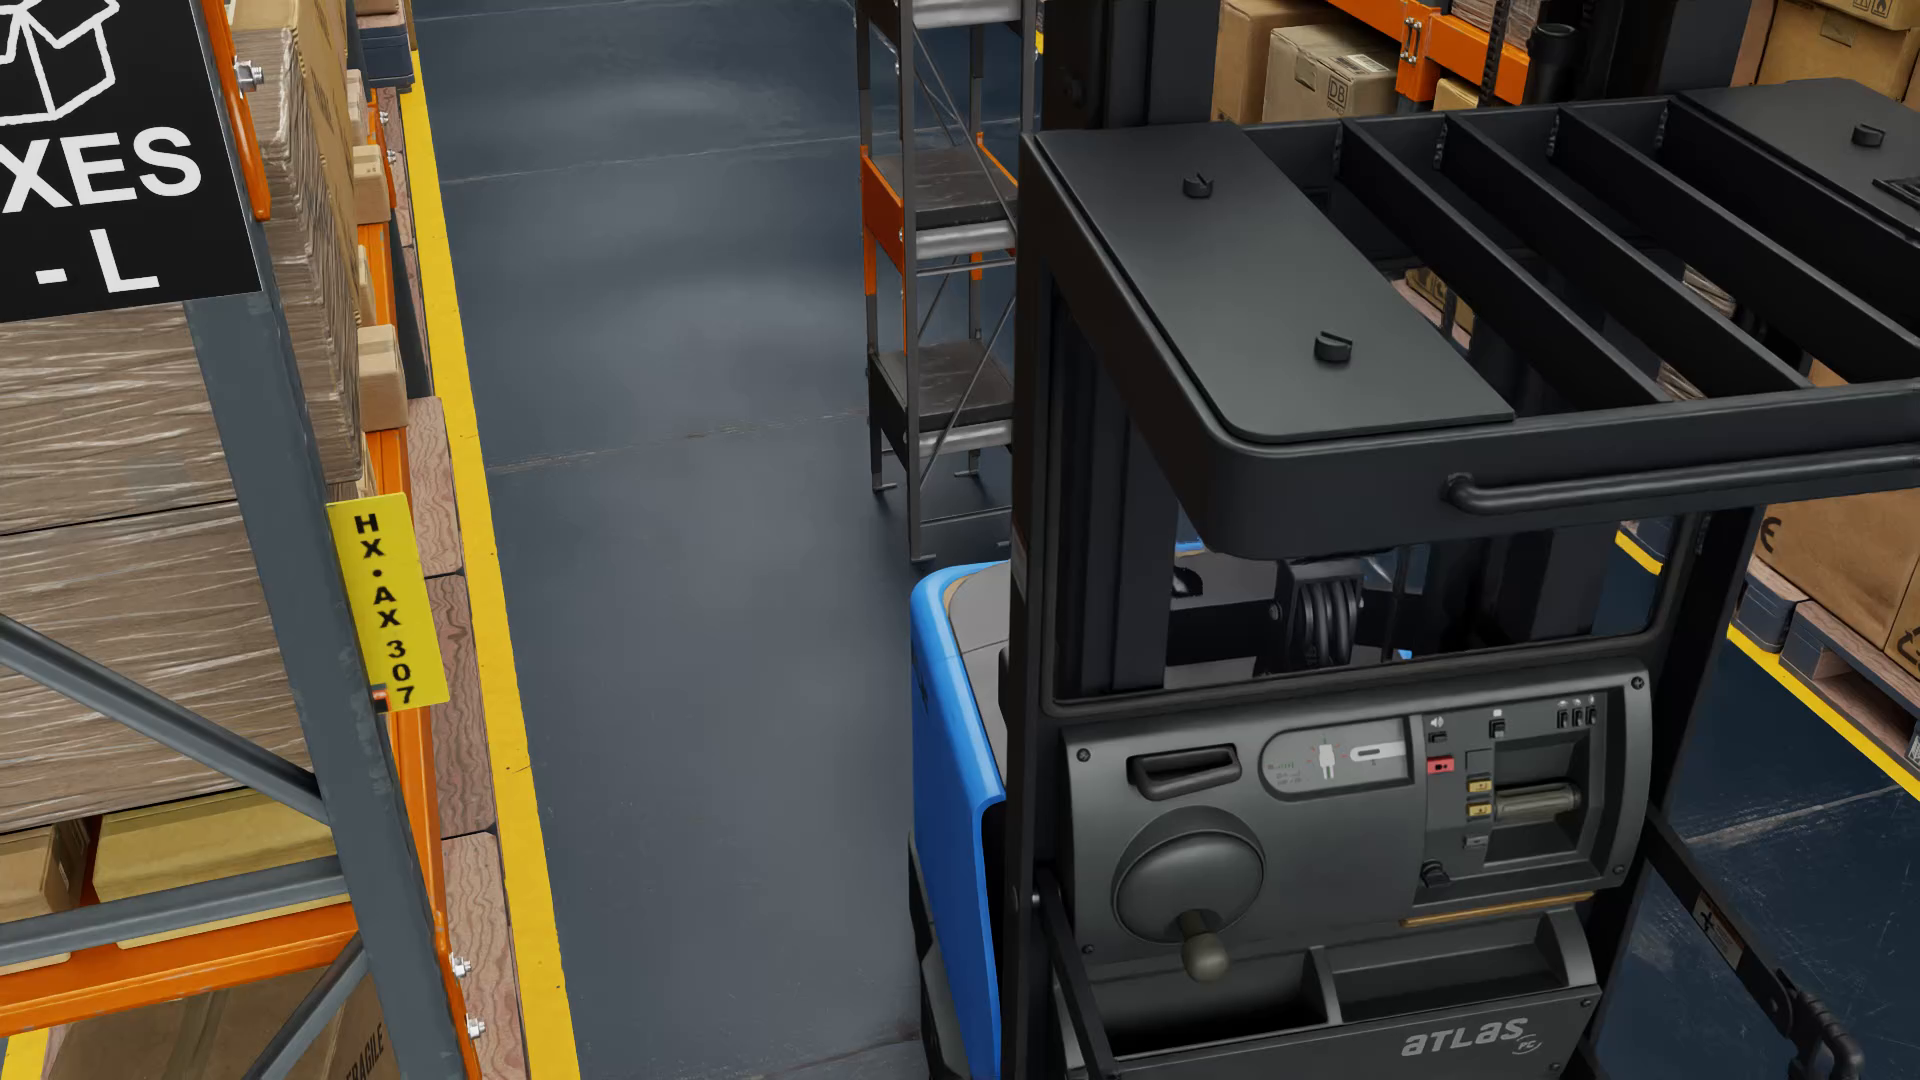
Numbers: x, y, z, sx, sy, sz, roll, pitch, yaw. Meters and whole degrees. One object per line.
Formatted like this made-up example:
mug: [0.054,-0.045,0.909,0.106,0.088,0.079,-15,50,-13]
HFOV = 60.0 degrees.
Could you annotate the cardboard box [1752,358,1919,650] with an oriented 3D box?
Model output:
cardboard box: [2.971,-0.338,5.087,0.875,0.875,0.875,-11,35,-15]

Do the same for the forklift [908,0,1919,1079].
forklift: [0.660,0.483,2.360,1.130,2.935,3.031,-6,34,-9]

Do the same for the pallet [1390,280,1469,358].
pallet: [2.448,-0.767,6.719,1.003,0.211,1.213,-10,35,-15]

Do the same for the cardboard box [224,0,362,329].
cardboard box: [-1.298,-0.643,2.735,0.500,0.500,0.500,-10,35,-15]

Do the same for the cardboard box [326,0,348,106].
cardboard box: [-1.610,-1.167,3.527,0.500,0.500,0.500,-10,35,-15]

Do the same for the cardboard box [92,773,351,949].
cardboard box: [-1.103,0.453,2.571,0.380,0.149,0.250,-10,35,-15]

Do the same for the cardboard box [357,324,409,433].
cardboard box: [-1.469,-0.350,3.787,0.380,0.149,0.250,-10,35,-15]

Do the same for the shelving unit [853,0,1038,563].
shelving unit: [-0.050,-0.963,5.303,0.431,2.100,0.503,-10,35,-15]

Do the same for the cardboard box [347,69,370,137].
cardboard box: [-2.118,-1.393,5.366,0.380,0.149,0.250,-10,35,-15]

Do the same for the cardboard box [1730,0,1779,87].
cardboard box: [2.657,-1.625,5.353,0.875,0.550,0.550,-10,35,-15]

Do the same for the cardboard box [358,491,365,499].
cardboard box: [-1.319,0.057,3.170,0.380,0.149,0.250,-10,35,-15]

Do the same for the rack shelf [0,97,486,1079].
rack shelf: [-1.854,-0.212,4.002,1.077,0.370,4.000,-10,35,-15]

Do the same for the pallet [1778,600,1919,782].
pallet: [3.192,0.514,4.781,1.003,0.211,1.213,-10,35,-15]

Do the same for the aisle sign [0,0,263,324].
aisle sign: [-0.939,-0.564,1.525,0.394,0.787,0.004,-10,35,-15]

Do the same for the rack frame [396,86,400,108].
rack frame: [-3.684,-3.662,8.571,1.000,3.000,0.127,-10,35,-15]

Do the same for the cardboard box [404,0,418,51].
cardboard box: [-3.875,-3.316,9.594,1.225,0.875,0.875,-12,35,-17]

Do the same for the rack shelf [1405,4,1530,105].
rack shelf: [2.901,-0.993,5.184,1.077,0.370,4.000,-10,35,-15]

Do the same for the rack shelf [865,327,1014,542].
rack shelf: [-0.050,-0.368,5.696,0.431,0.518,0.480,-10,35,-15]

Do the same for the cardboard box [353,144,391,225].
cardboard box: [-1.850,-1.007,4.781,0.380,0.149,0.250,-10,35,-15]

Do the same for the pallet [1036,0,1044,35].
pallet: [0.834,-3.690,11.143,1.003,0.211,1.213,-10,35,-15]

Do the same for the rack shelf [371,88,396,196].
rack shelf: [-3.074,-2.312,7.180,1.077,0.370,4.000,-10,35,-15]

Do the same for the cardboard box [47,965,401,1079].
cardboard box: [-1.418,1.075,3.288,0.500,0.500,0.500,-4,34,-6]

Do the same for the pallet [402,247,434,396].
pallet: [-2.703,-0.807,6.780,1.003,0.211,1.213,-10,35,-15]

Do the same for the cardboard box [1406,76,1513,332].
cardboard box: [2.416,-1.290,6.527,0.875,0.875,0.875,-9,35,-14]

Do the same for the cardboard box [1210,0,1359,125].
cardboard box: [1.725,-2.397,8.317,1.050,0.750,0.750,-10,35,-15]

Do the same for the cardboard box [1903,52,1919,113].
cardboard box: [3.115,-1.093,4.547,0.875,0.550,0.550,-10,35,-15]

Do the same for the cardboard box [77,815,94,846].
cardboard box: [-1.603,0.397,2.656,0.380,0.149,0.250,-10,35,-15]

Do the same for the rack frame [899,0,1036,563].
rack frame: [0.024,-0.835,5.109,0.400,2.100,0.015,-10,35,-15]

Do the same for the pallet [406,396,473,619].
pallet: [-2.225,-0.052,5.637,1.003,0.211,1.213,-10,35,-15]

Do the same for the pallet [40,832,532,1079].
pallet: [-1.481,1.229,3.698,1.003,0.211,1.213,-10,35,-15]

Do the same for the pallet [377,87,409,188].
pallet: [-3.447,-2.088,8.718,1.003,0.211,1.213,-10,35,-15]
